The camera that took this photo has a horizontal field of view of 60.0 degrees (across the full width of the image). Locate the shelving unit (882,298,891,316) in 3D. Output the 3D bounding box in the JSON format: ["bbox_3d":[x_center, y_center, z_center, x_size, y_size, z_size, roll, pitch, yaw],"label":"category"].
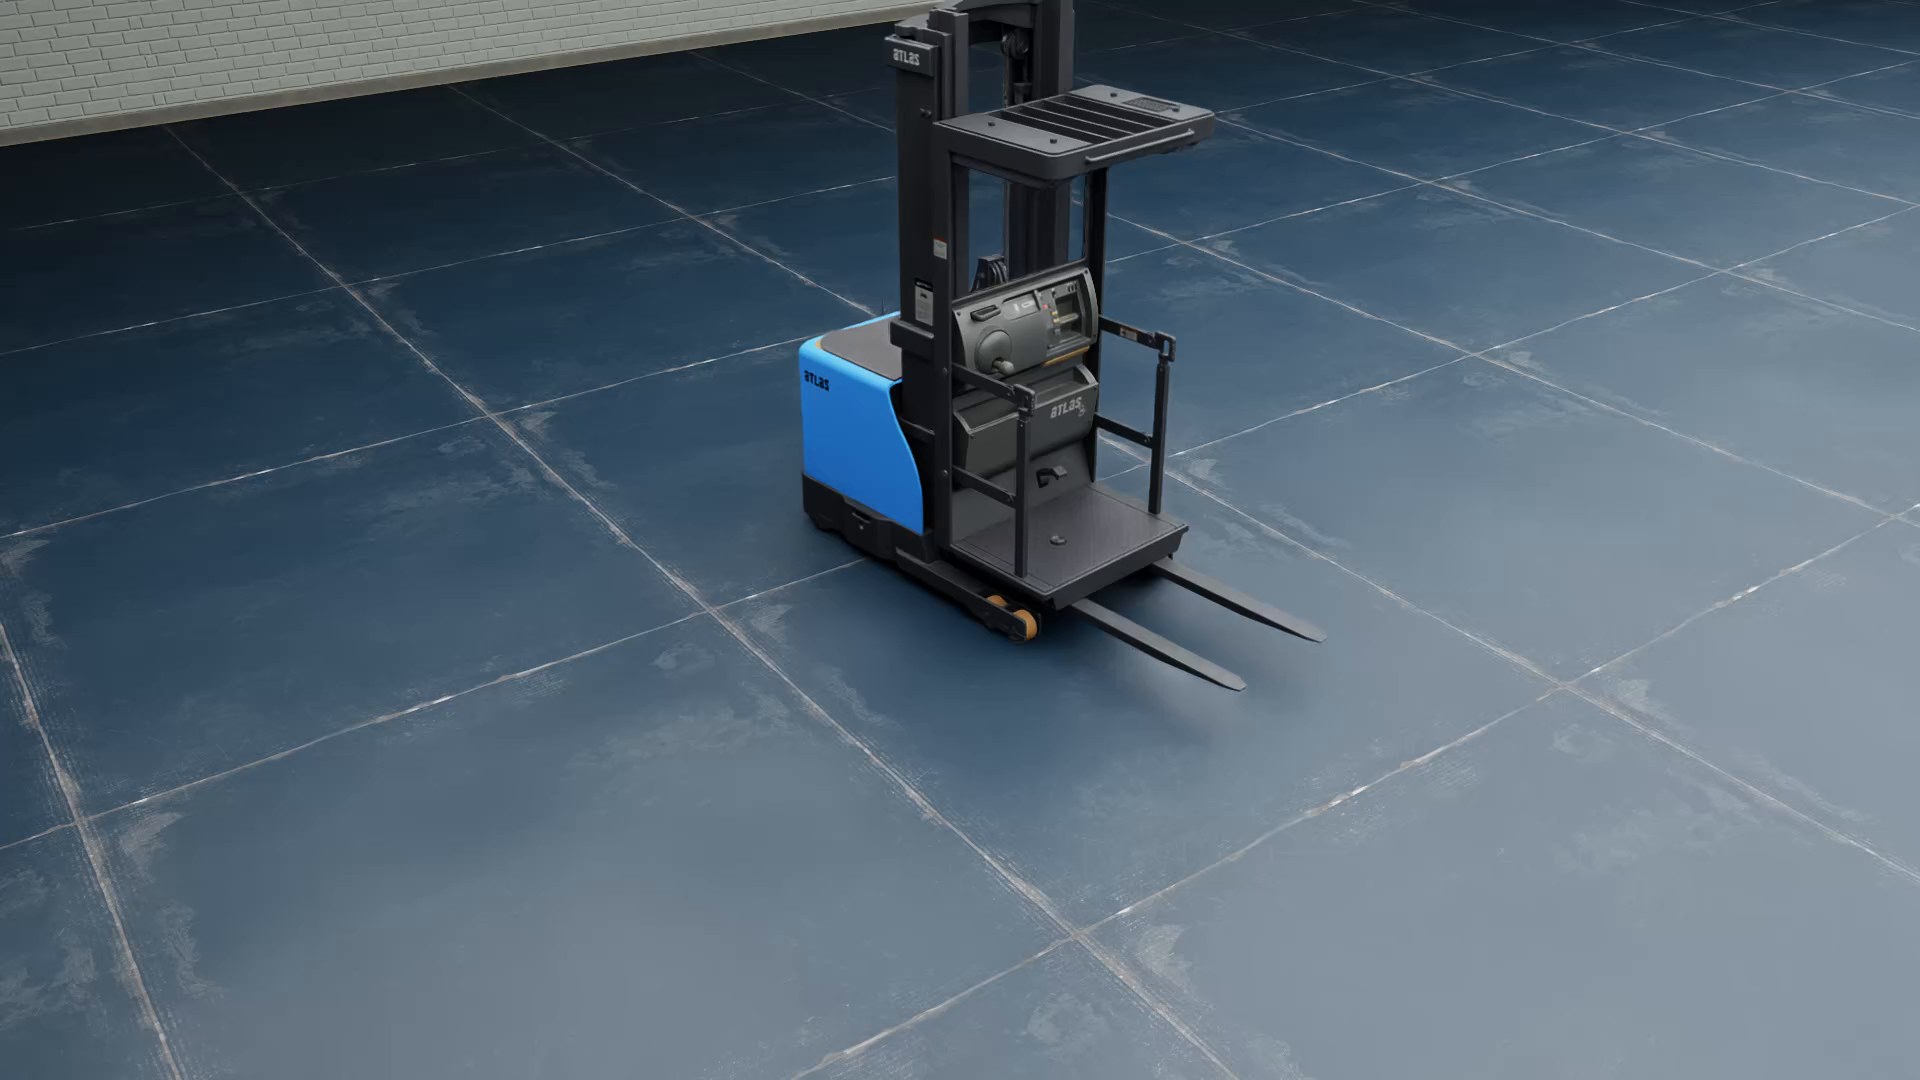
[{"bbox_3d":[-0.294,-0.942,9.885,0.252,1.050,0.215,-24,37,-37],"label":"shelving unit"}]

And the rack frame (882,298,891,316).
[{"bbox_3d":[-0.383,-0.903,9.812,0.008,1.050,0.200,-24,37,-37],"label":"rack frame"}]

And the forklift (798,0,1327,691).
[{"bbox_3d":[0.481,-1.049,8.110,1.130,2.935,3.031,-24,36,-37],"label":"forklift"}]
